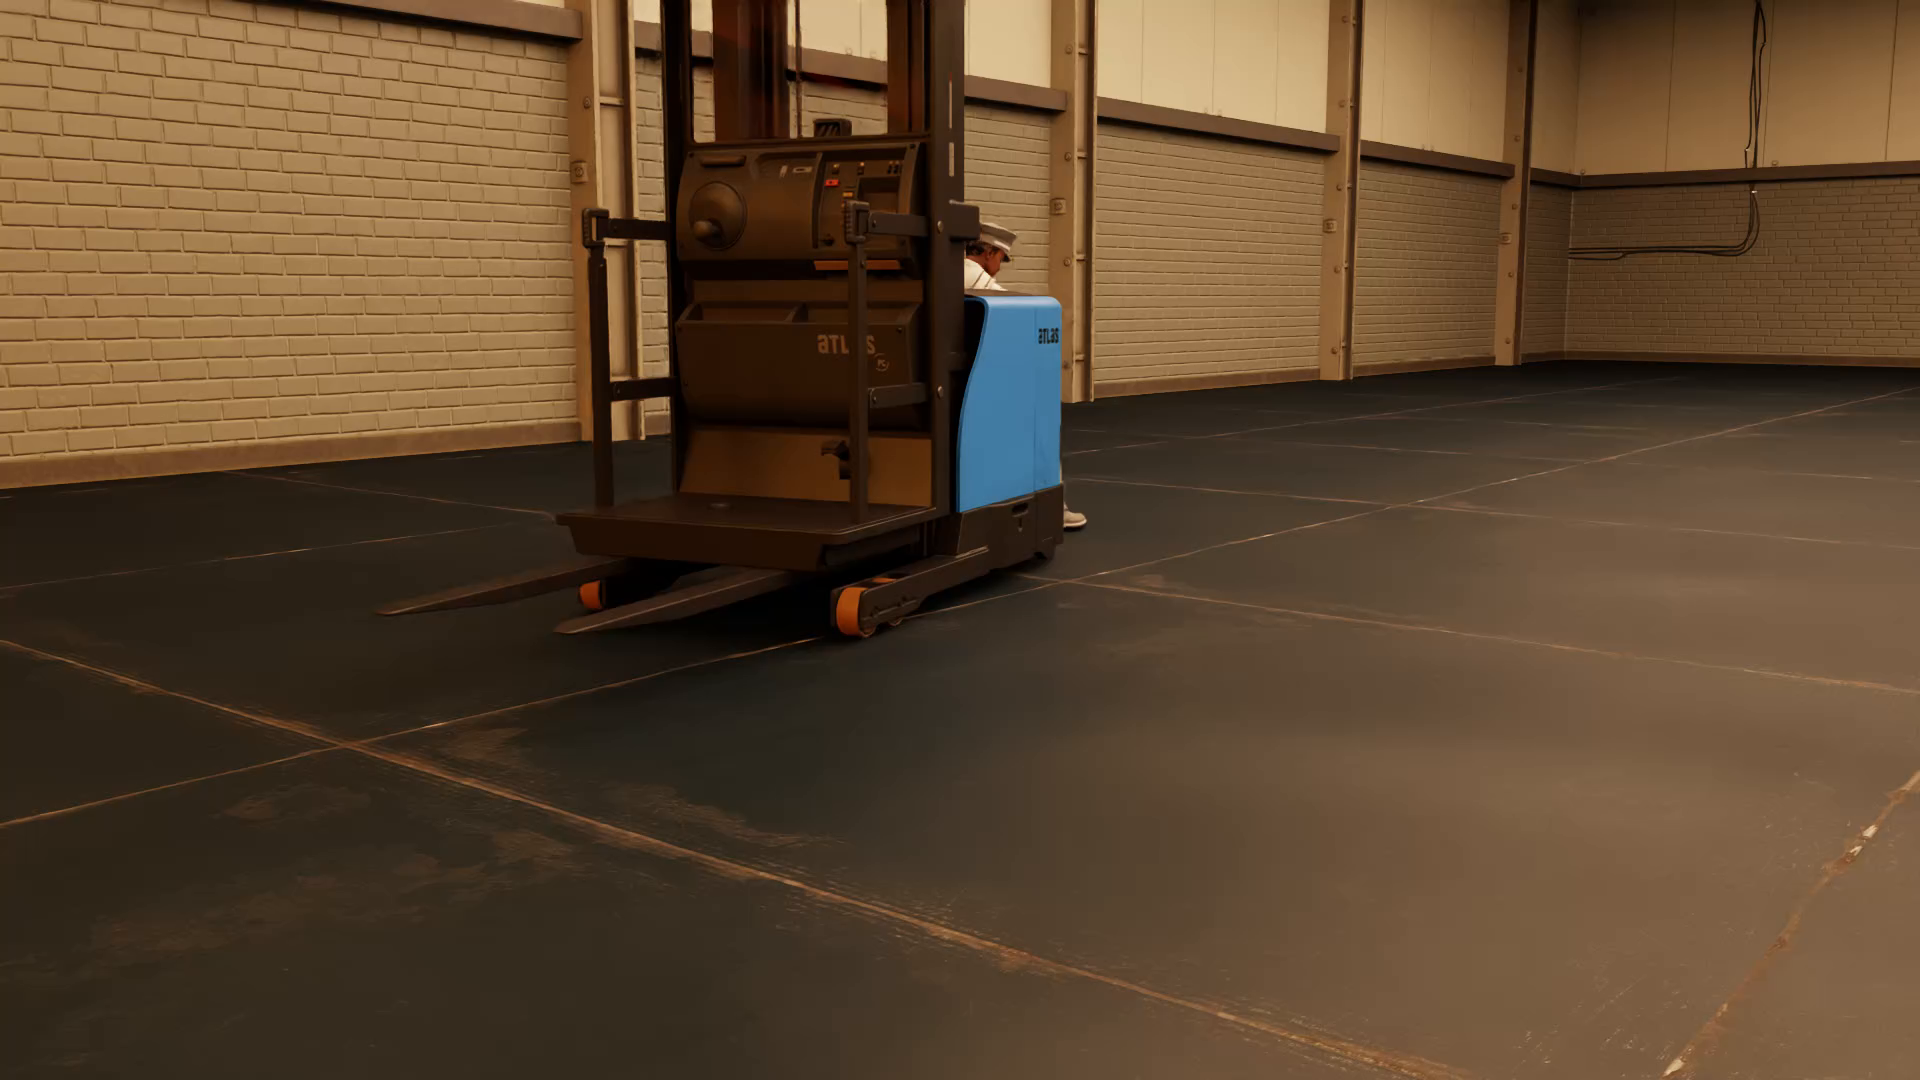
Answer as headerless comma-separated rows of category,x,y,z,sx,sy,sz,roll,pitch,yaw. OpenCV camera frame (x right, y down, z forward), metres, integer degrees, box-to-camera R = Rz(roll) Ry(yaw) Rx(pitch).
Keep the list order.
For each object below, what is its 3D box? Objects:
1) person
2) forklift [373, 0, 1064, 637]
person,0.159,-0.789,7.899,0.739,1.409,0.927,-7,11,-41
forklift,-0.656,-1.211,5.558,1.130,2.935,3.031,4,9,25
